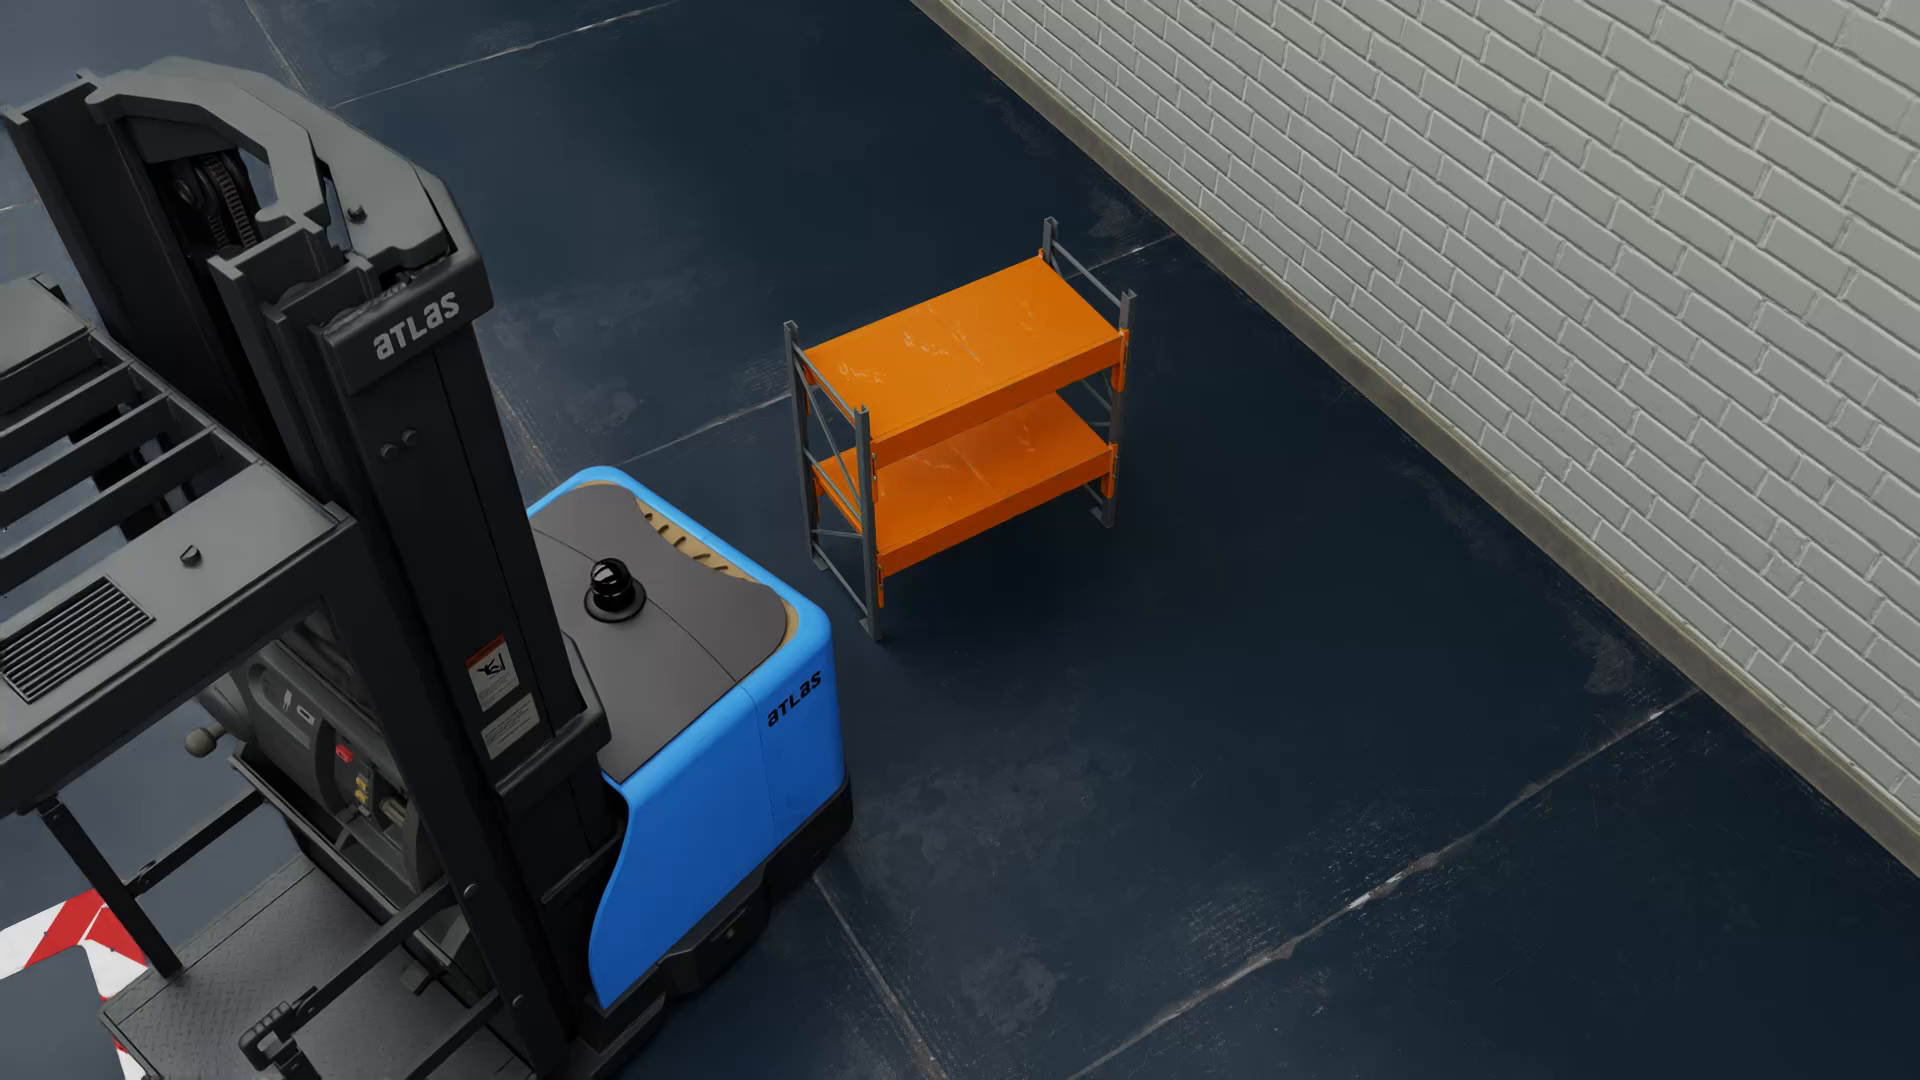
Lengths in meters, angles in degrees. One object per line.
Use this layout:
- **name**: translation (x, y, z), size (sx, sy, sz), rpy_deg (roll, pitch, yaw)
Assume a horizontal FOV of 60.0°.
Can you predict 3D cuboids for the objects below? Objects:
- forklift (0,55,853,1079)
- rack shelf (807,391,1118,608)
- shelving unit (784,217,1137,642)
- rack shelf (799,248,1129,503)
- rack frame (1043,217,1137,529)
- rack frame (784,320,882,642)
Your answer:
- **forklift**: translation (-1.680, 0.561, 3.788), size (1.130, 2.935, 3.031), rpy_deg (32, 56, 25)
- **rack shelf**: translation (0.006, -0.214, 6.015), size (1.000, 0.278, 0.538), rpy_deg (-25, 53, -21)
- **shelving unit**: translation (0.006, -0.377, 5.832), size (1.048, 1.125, 0.538), rpy_deg (-25, 53, -21)
- **rack shelf**: translation (0.006, -0.571, 5.614), size (1.000, 0.278, 0.538), rpy_deg (-25, 53, -21)
- **rack frame**: translation (0.436, -0.579, 6.013), size (0.032, 1.125, 0.500), rpy_deg (-25, 53, -21)
- **rack frame**: translation (-0.424, -0.174, 5.652), size (0.032, 1.125, 0.500), rpy_deg (-25, 53, -21)
